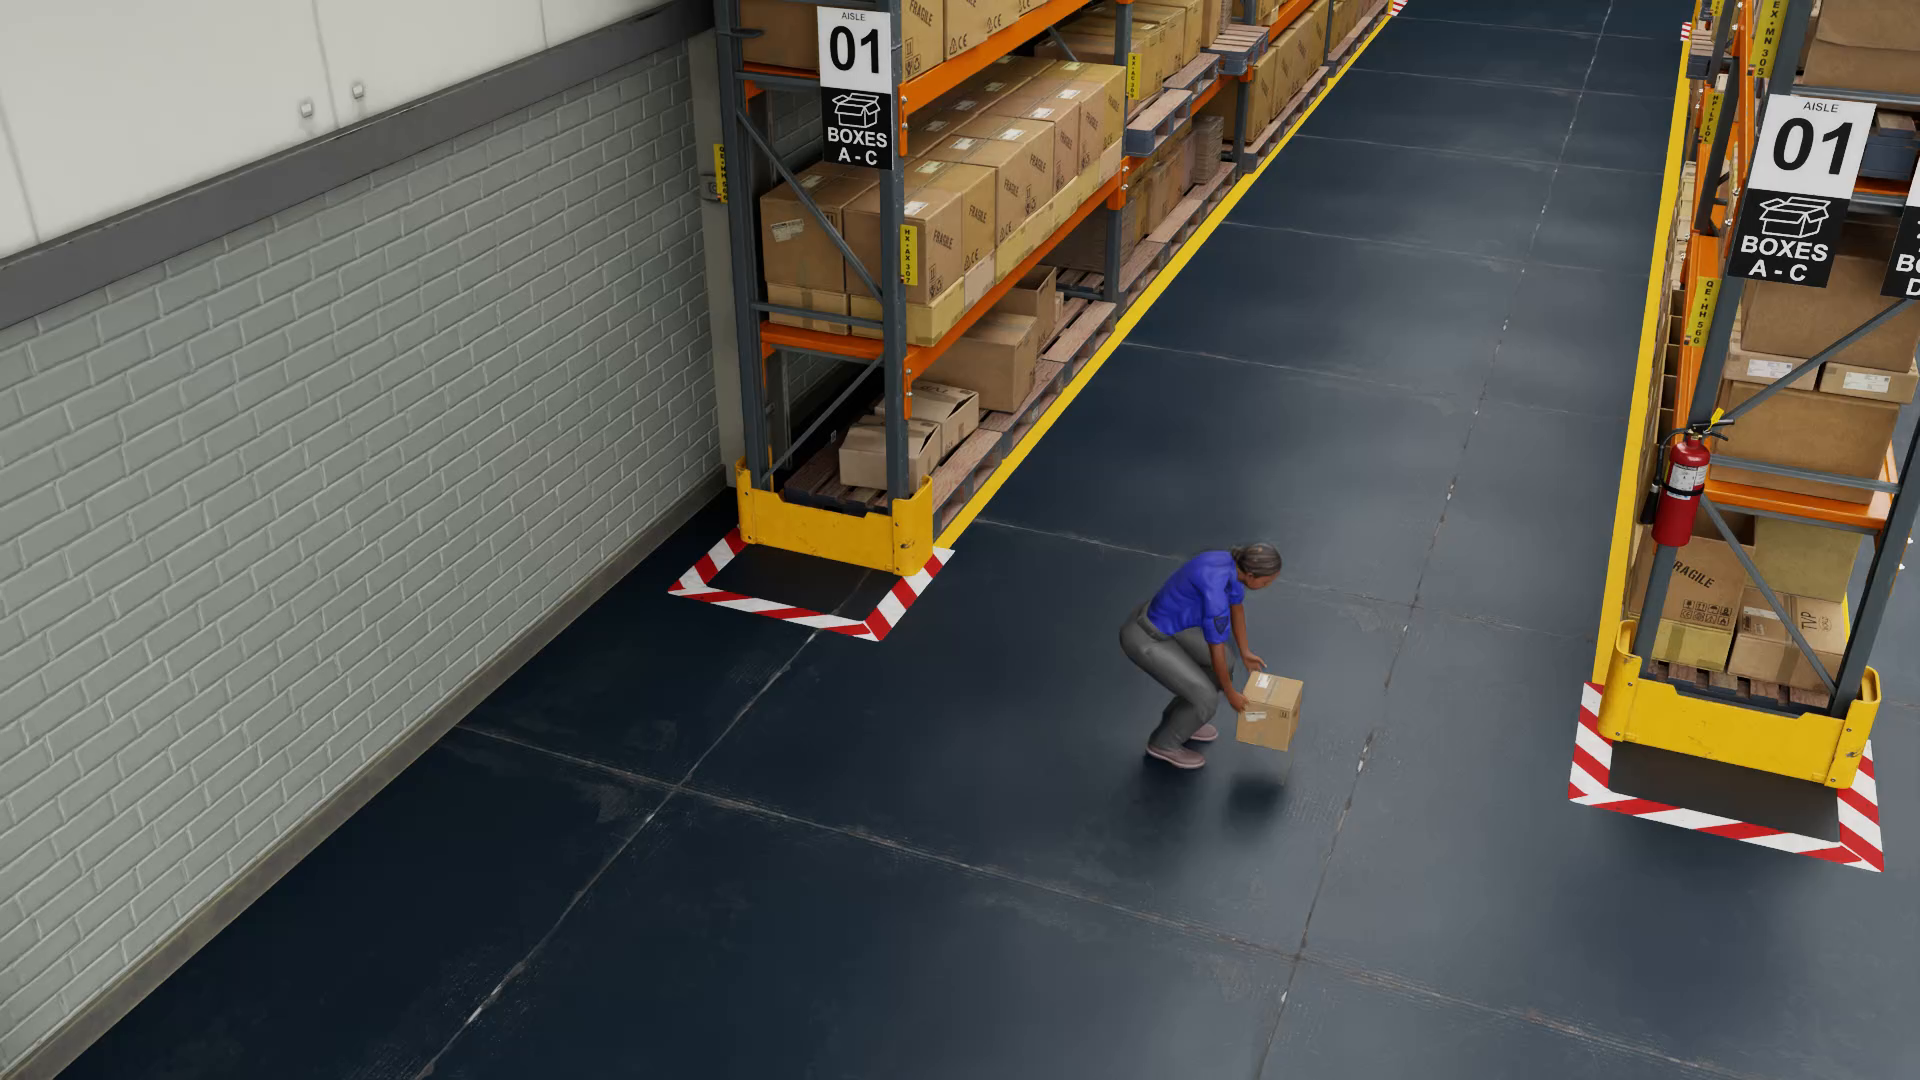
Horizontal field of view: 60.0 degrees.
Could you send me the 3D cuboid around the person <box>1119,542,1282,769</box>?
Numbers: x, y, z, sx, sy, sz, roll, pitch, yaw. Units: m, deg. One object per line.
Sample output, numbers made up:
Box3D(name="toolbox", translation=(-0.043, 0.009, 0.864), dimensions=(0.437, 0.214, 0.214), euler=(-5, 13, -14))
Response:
Box3D(name="person", translation=(1.143, 0.497, 8.004), dimensions=(0.716, 1.192, 0.497), euler=(11, 32, 19))
